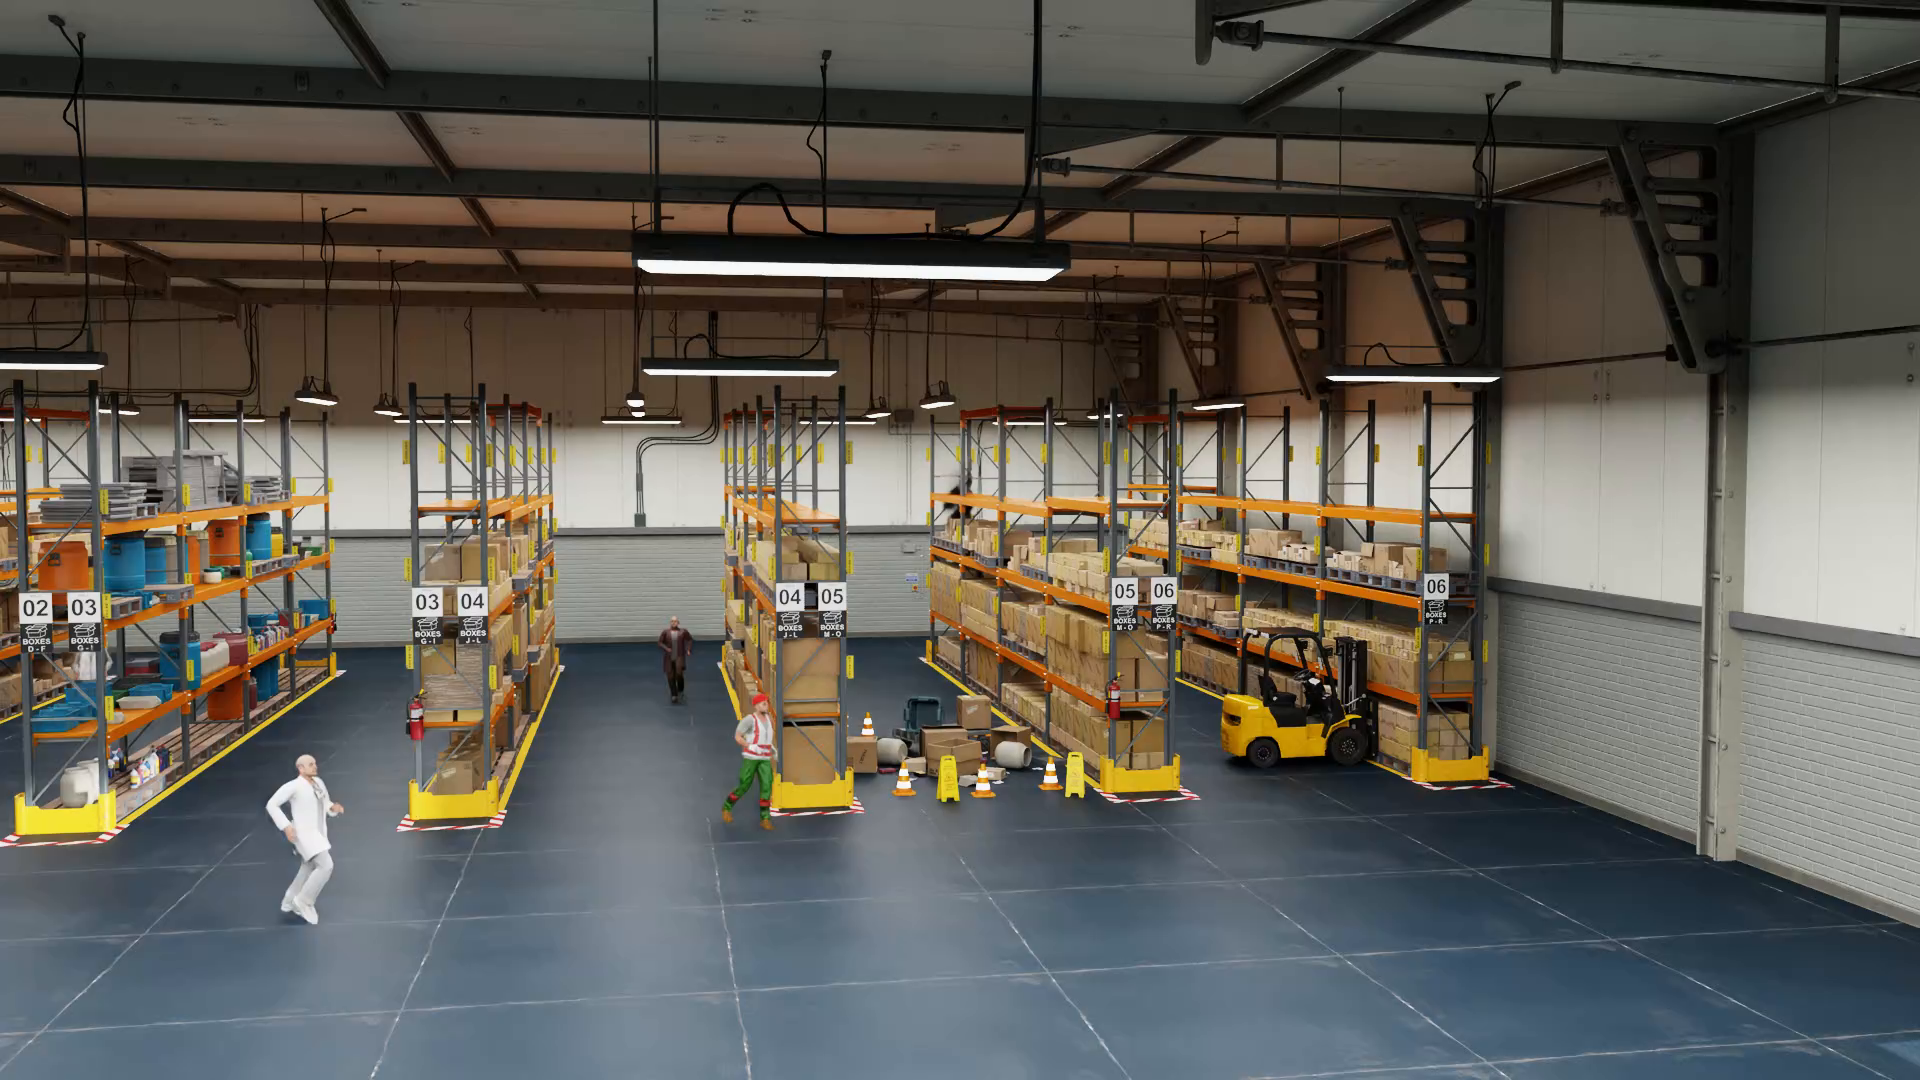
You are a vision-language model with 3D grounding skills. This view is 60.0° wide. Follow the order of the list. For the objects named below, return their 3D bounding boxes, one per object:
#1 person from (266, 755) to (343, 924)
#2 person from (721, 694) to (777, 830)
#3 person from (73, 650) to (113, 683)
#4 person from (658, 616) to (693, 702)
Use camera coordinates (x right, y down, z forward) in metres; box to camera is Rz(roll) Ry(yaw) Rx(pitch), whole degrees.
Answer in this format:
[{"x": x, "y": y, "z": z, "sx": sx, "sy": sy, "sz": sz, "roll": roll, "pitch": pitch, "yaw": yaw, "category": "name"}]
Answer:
[{"x": -6.993, "y": 3.211, "z": 17.895, "sx": 0.773, "sy": 1.800, "sz": 0.673, "roll": 0, "pitch": 3, "yaw": 9, "category": "person"}, {"x": -2.714, "y": 2.963, "z": 22.448, "sx": 0.718, "sy": 1.766, "sz": 0.976, "roll": -3, "pitch": 4, "yaw": -44, "category": "person"}, {"x": -16.131, "y": 2.577, "z": 30.932, "sx": 0.667, "sy": 1.744, "sz": 0.710, "roll": -1, "pitch": 3, "yaw": -22, "category": "person"}, {"x": -5.769, "y": 2.416, "z": 33.657, "sx": 0.689, "sy": 1.743, "sz": 0.681, "roll": 0, "pitch": 3, "yaw": -4, "category": "person"}]
